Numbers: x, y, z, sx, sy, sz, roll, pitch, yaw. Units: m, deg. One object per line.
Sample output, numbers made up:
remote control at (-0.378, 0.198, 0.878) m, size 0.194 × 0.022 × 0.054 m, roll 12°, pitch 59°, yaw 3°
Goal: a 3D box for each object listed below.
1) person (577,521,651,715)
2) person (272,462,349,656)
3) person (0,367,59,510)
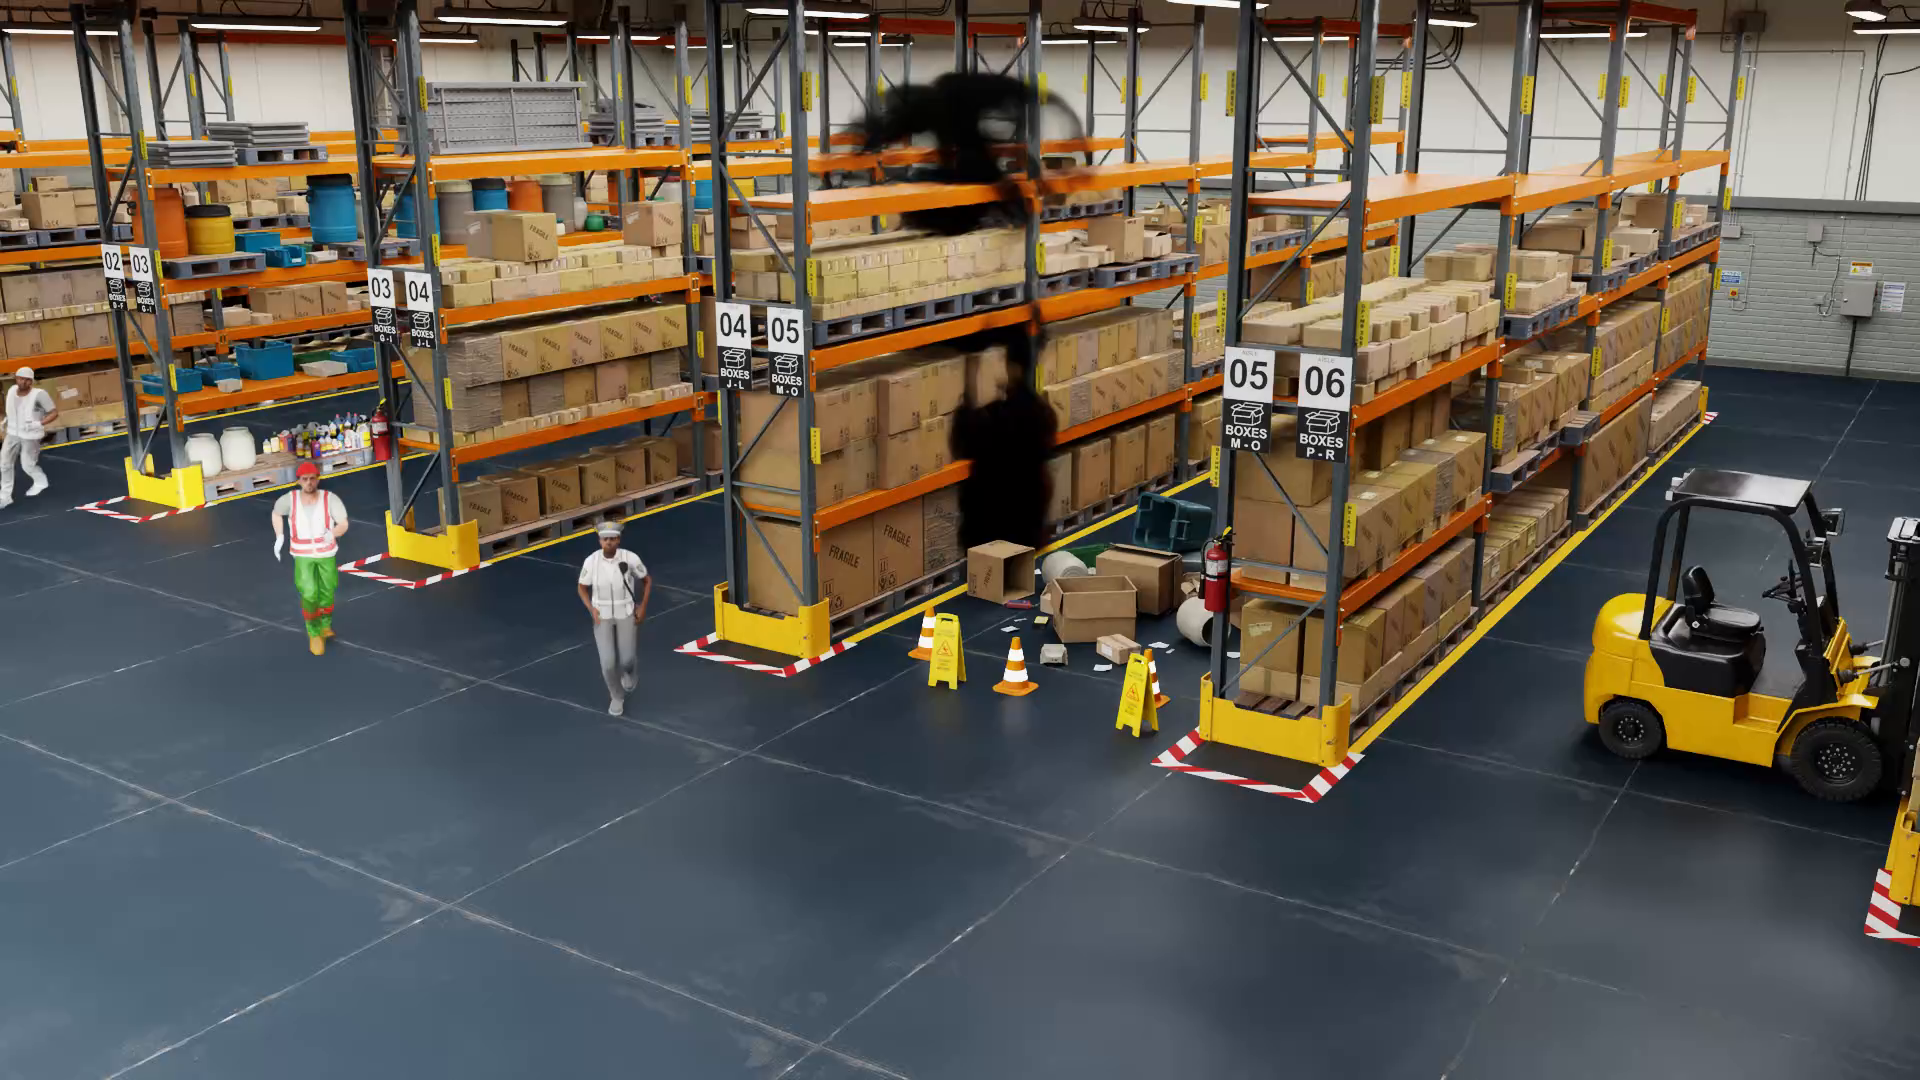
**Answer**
person at (-2.881, 0.624, 13.920) m, size 0.606 × 1.655 × 0.568 m, roll -2°, pitch 16°, yaw -9°
person at (-5.941, 0.167, 15.298) m, size 0.645 × 1.812 × 0.821 m, roll -8°, pitch 17°, yaw -25°
person at (-11.584, -1.292, 20.698) m, size 0.768 × 1.755 × 0.853 m, roll 2°, pitch 16°, yaw 6°
